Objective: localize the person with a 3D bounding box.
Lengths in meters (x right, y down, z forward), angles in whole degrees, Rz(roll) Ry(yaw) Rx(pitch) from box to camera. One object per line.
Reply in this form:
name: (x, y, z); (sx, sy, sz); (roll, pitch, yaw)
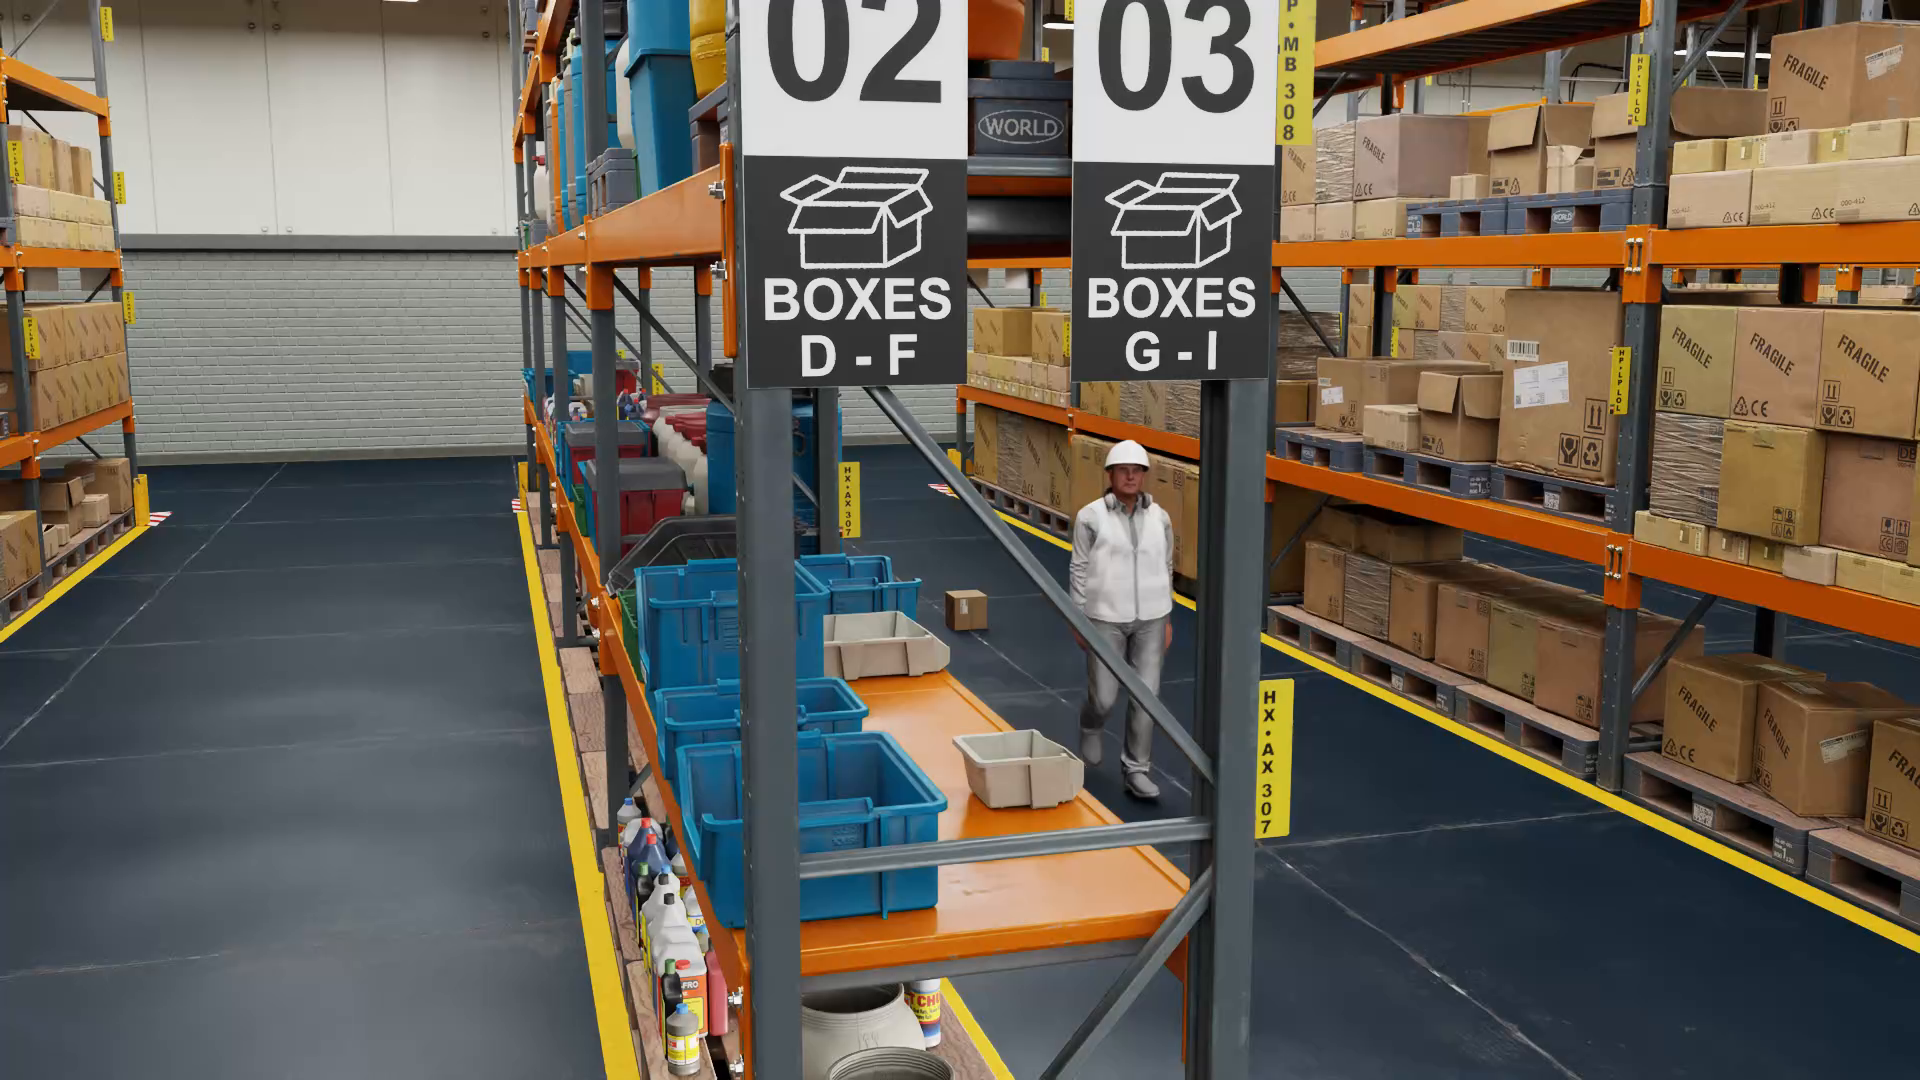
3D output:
person: (0.814, 0.378, 8.355); (0.541, 1.755, 0.641); (-2, 9, -12)
